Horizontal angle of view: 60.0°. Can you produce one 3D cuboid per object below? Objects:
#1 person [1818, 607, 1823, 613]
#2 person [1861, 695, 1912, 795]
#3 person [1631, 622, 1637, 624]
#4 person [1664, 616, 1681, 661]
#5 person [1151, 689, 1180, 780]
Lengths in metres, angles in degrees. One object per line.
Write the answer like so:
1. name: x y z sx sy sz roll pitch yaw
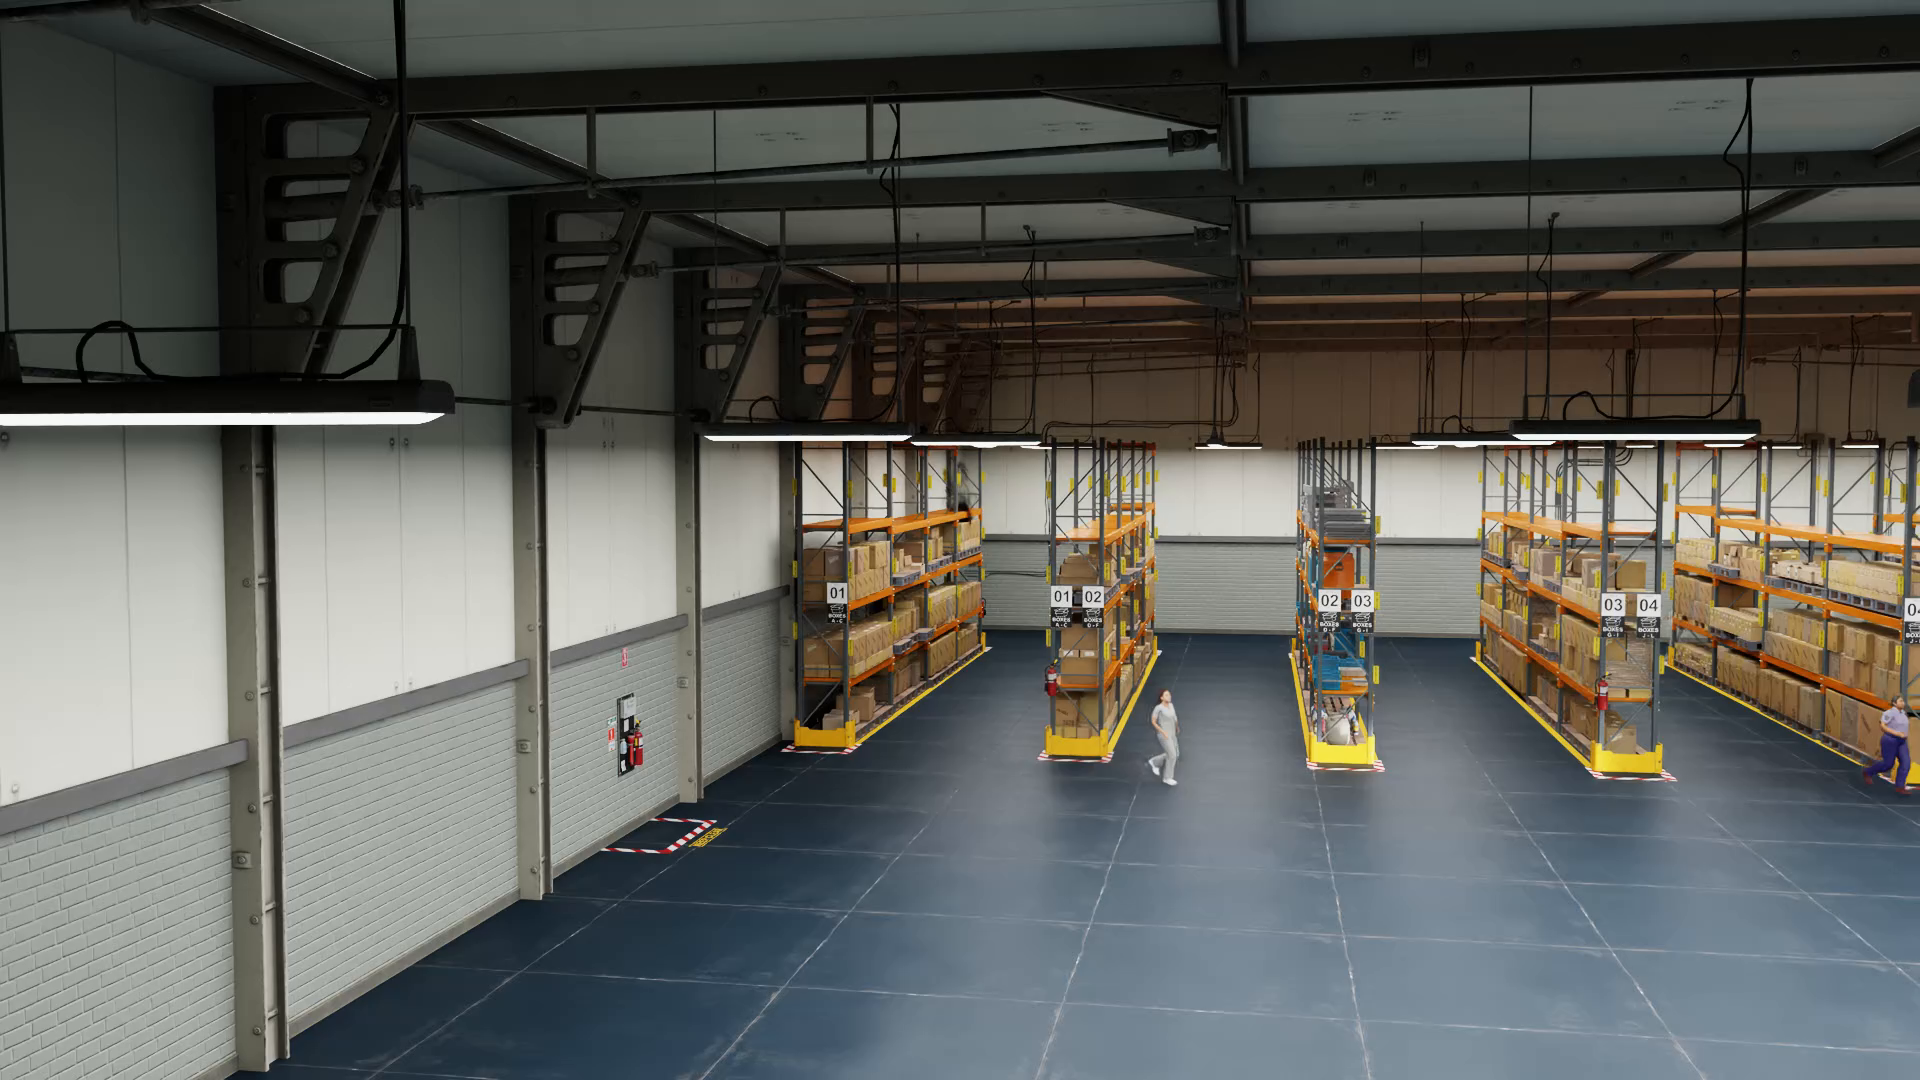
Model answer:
1. person: 23.615 2.459 45.225 0.688 1.557 0.603 1 3 20
2. person: 15.734 3.430 28.056 0.631 1.634 0.820 -2 3 -27
3. person: 18.160 2.279 45.185 0.572 0.602 0.315 3 4 41
4. person: 19.702 2.419 45.629 0.912 1.803 0.665 0 3 -2
5. person: 3.538 3.353 28.791 0.564 1.574 0.529 -3 4 -45
